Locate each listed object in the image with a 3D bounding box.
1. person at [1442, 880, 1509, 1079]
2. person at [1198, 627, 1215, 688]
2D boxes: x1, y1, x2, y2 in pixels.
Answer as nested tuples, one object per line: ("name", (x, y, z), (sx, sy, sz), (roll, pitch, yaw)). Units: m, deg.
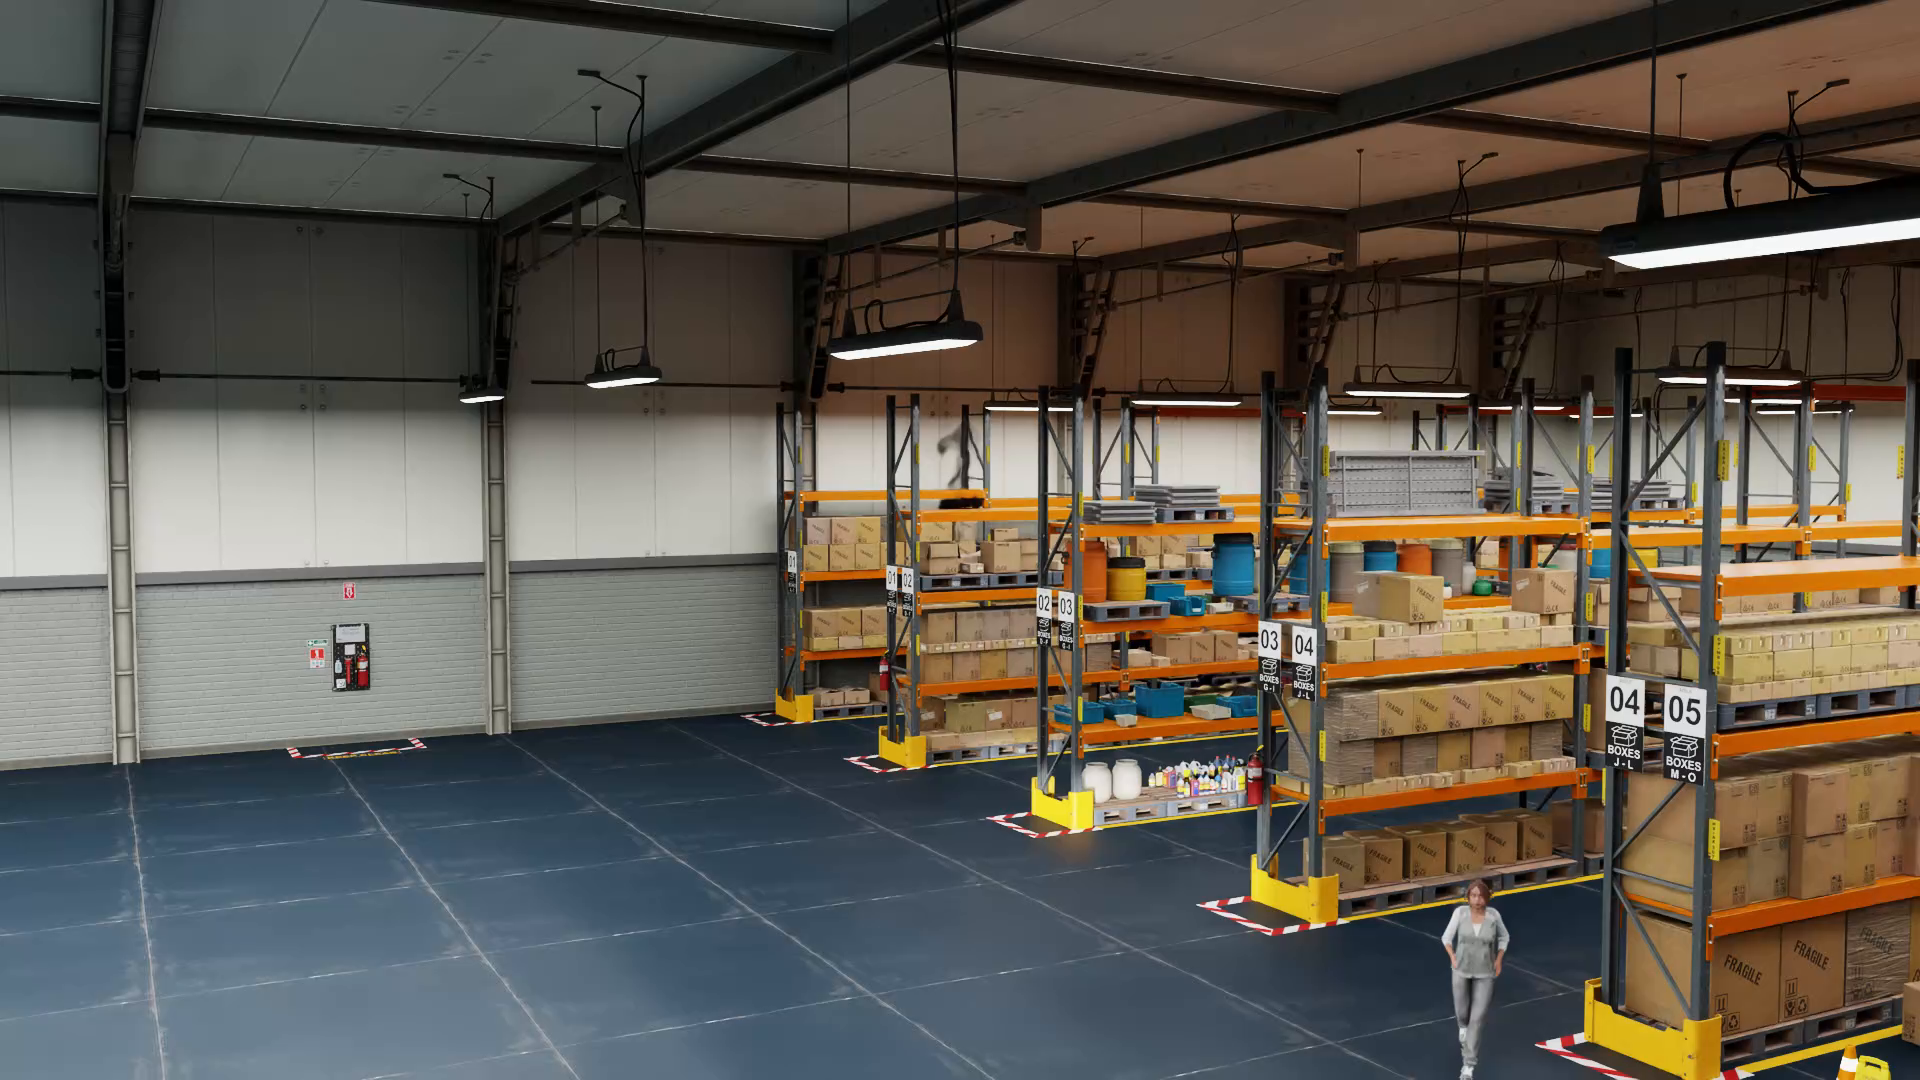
("person", (4.247, 3.634, 13.723), (0.534, 1.497, 0.848), (1, 3, 19))
("person", (4.843, 2.519, 32.451), (0.936, 1.685, 0.627), (-3, 4, -39))
